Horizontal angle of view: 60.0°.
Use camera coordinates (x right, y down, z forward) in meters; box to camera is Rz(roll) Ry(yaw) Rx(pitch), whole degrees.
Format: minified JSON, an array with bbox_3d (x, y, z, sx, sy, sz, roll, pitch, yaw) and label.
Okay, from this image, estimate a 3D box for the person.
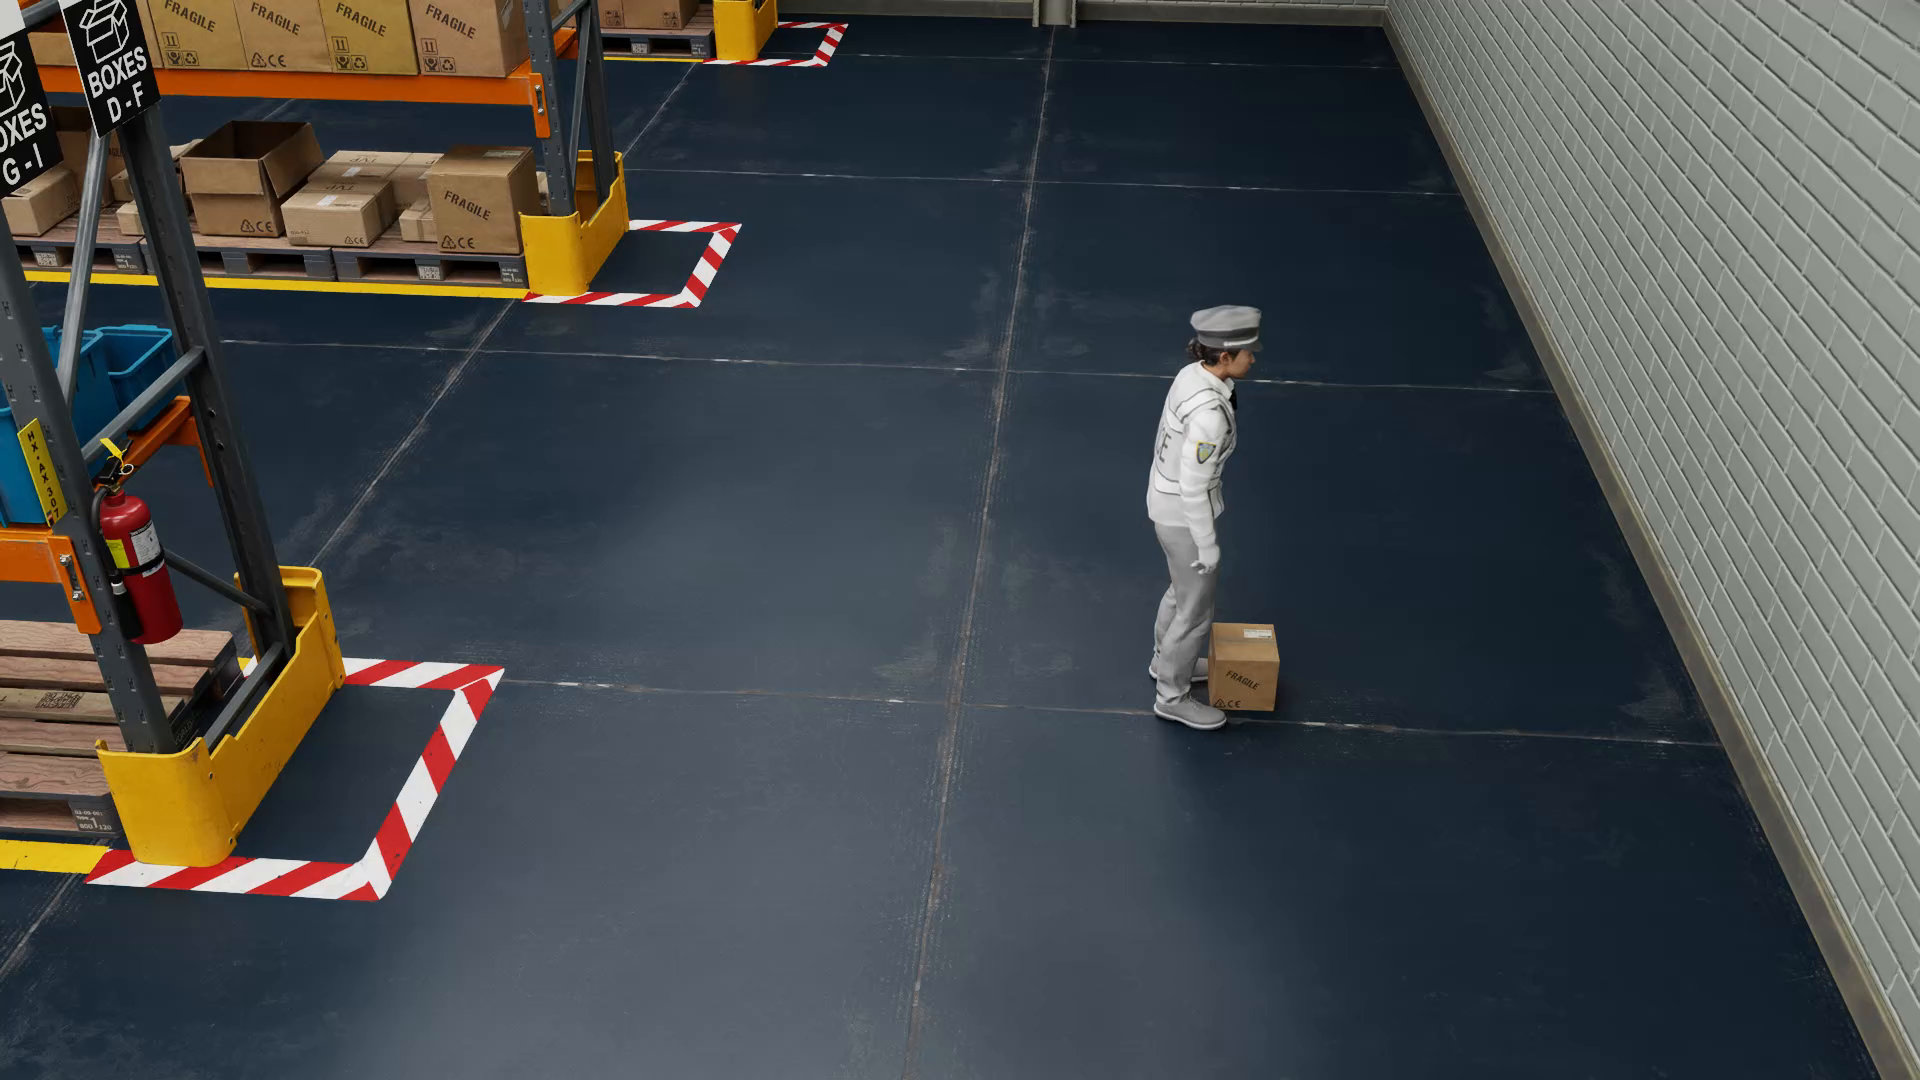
[{"bbox_3d":[0.892,-0.095,6.284,0.372,1.664,0.528,3,32,4],"label":"person"}]
